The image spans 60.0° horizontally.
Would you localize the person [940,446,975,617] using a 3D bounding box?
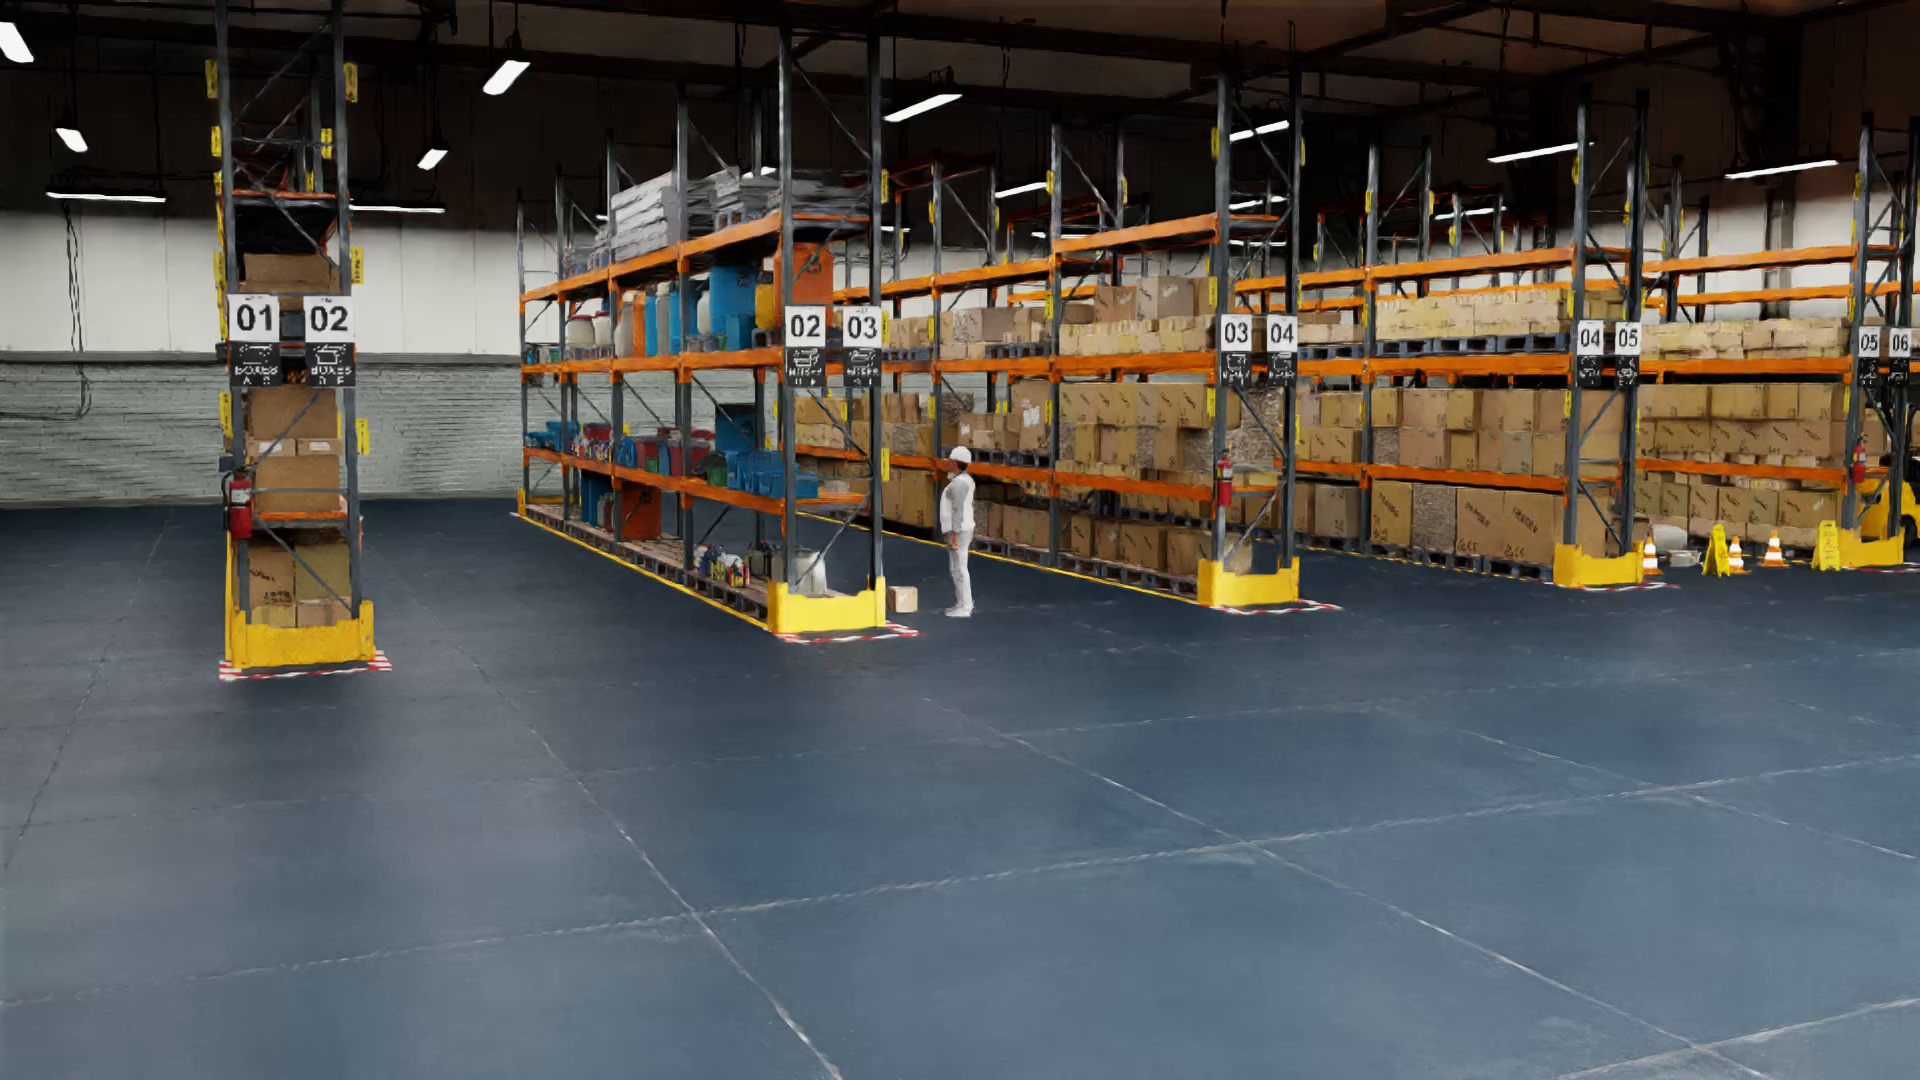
[{"bbox_3d":[-0.025,-0.093,17.413,0.361,1.773,0.582,1,5,6],"label":"person"}]
